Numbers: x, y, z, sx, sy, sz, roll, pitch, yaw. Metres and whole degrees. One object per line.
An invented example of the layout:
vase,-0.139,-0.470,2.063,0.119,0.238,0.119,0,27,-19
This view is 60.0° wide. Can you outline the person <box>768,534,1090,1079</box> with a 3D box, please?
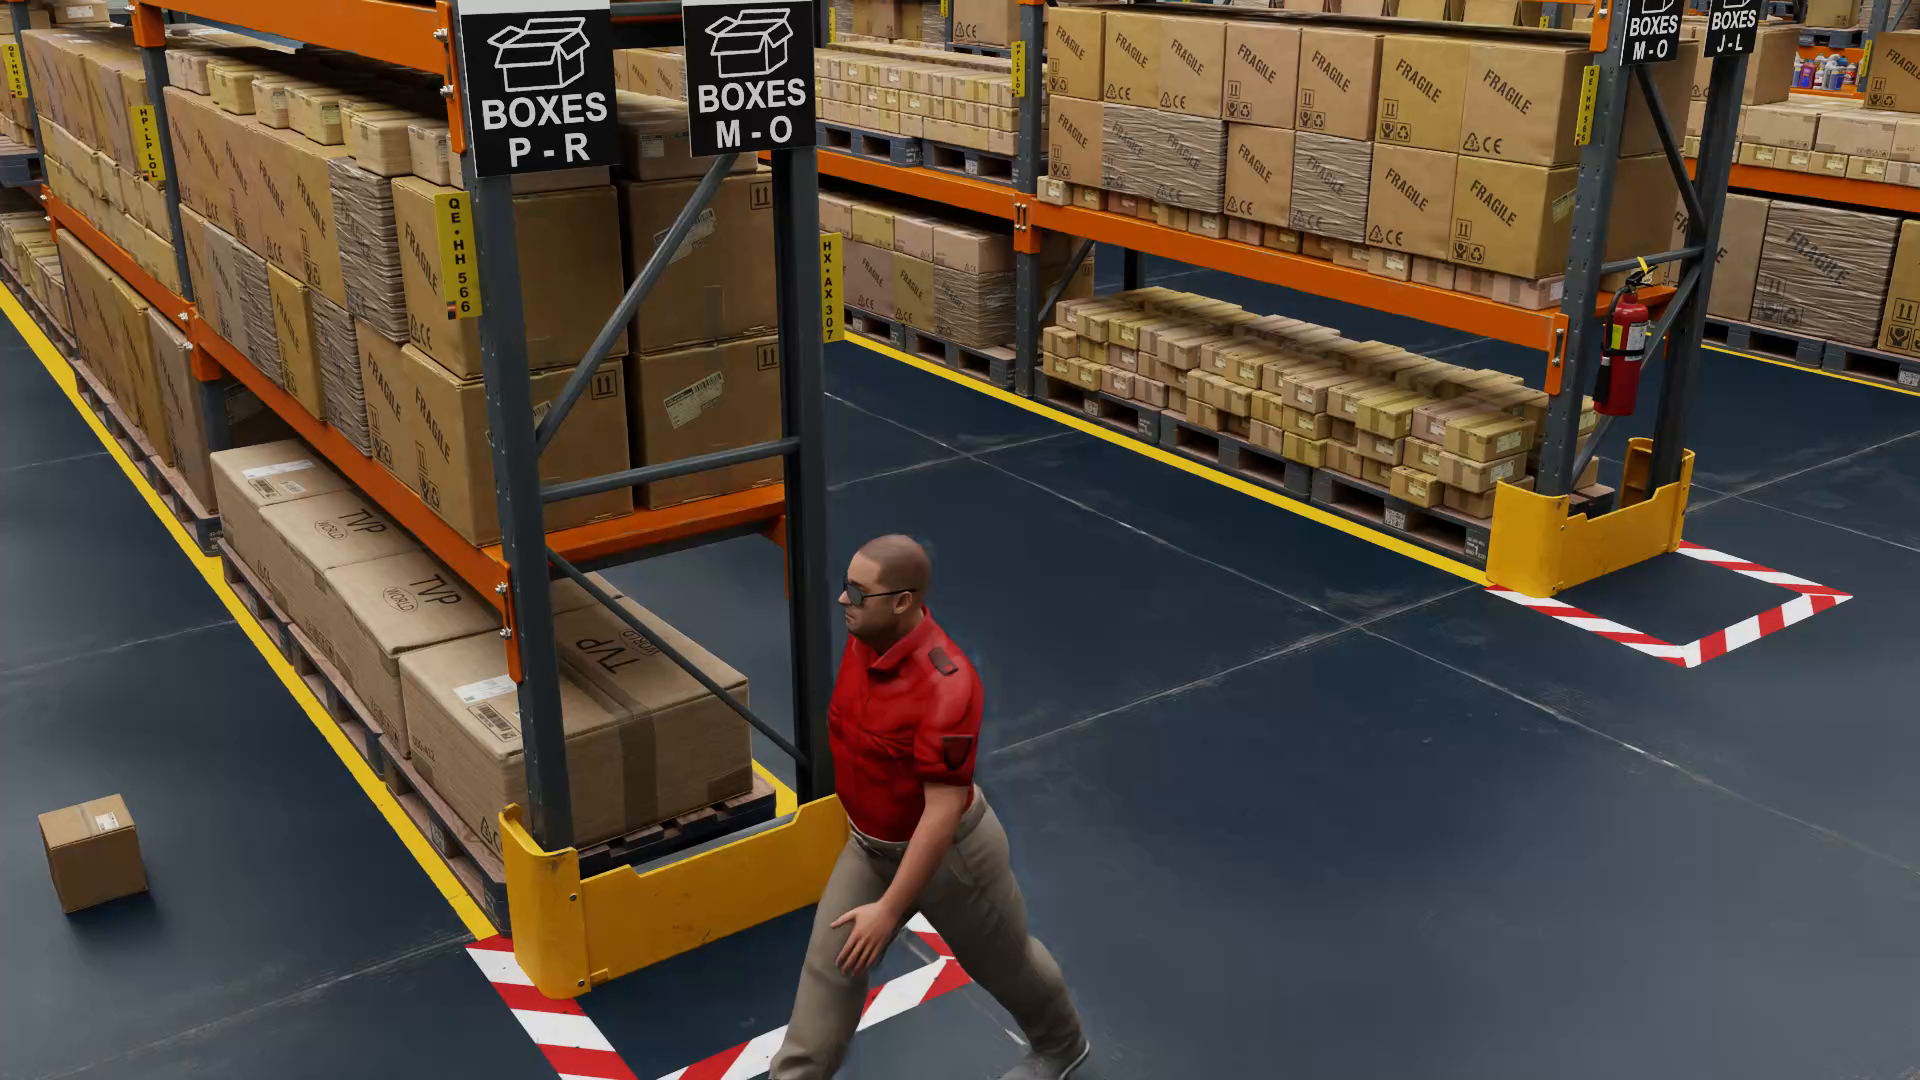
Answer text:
person,-0.160,0.765,4.112,1.118,1.647,0.606,-15,26,-34
